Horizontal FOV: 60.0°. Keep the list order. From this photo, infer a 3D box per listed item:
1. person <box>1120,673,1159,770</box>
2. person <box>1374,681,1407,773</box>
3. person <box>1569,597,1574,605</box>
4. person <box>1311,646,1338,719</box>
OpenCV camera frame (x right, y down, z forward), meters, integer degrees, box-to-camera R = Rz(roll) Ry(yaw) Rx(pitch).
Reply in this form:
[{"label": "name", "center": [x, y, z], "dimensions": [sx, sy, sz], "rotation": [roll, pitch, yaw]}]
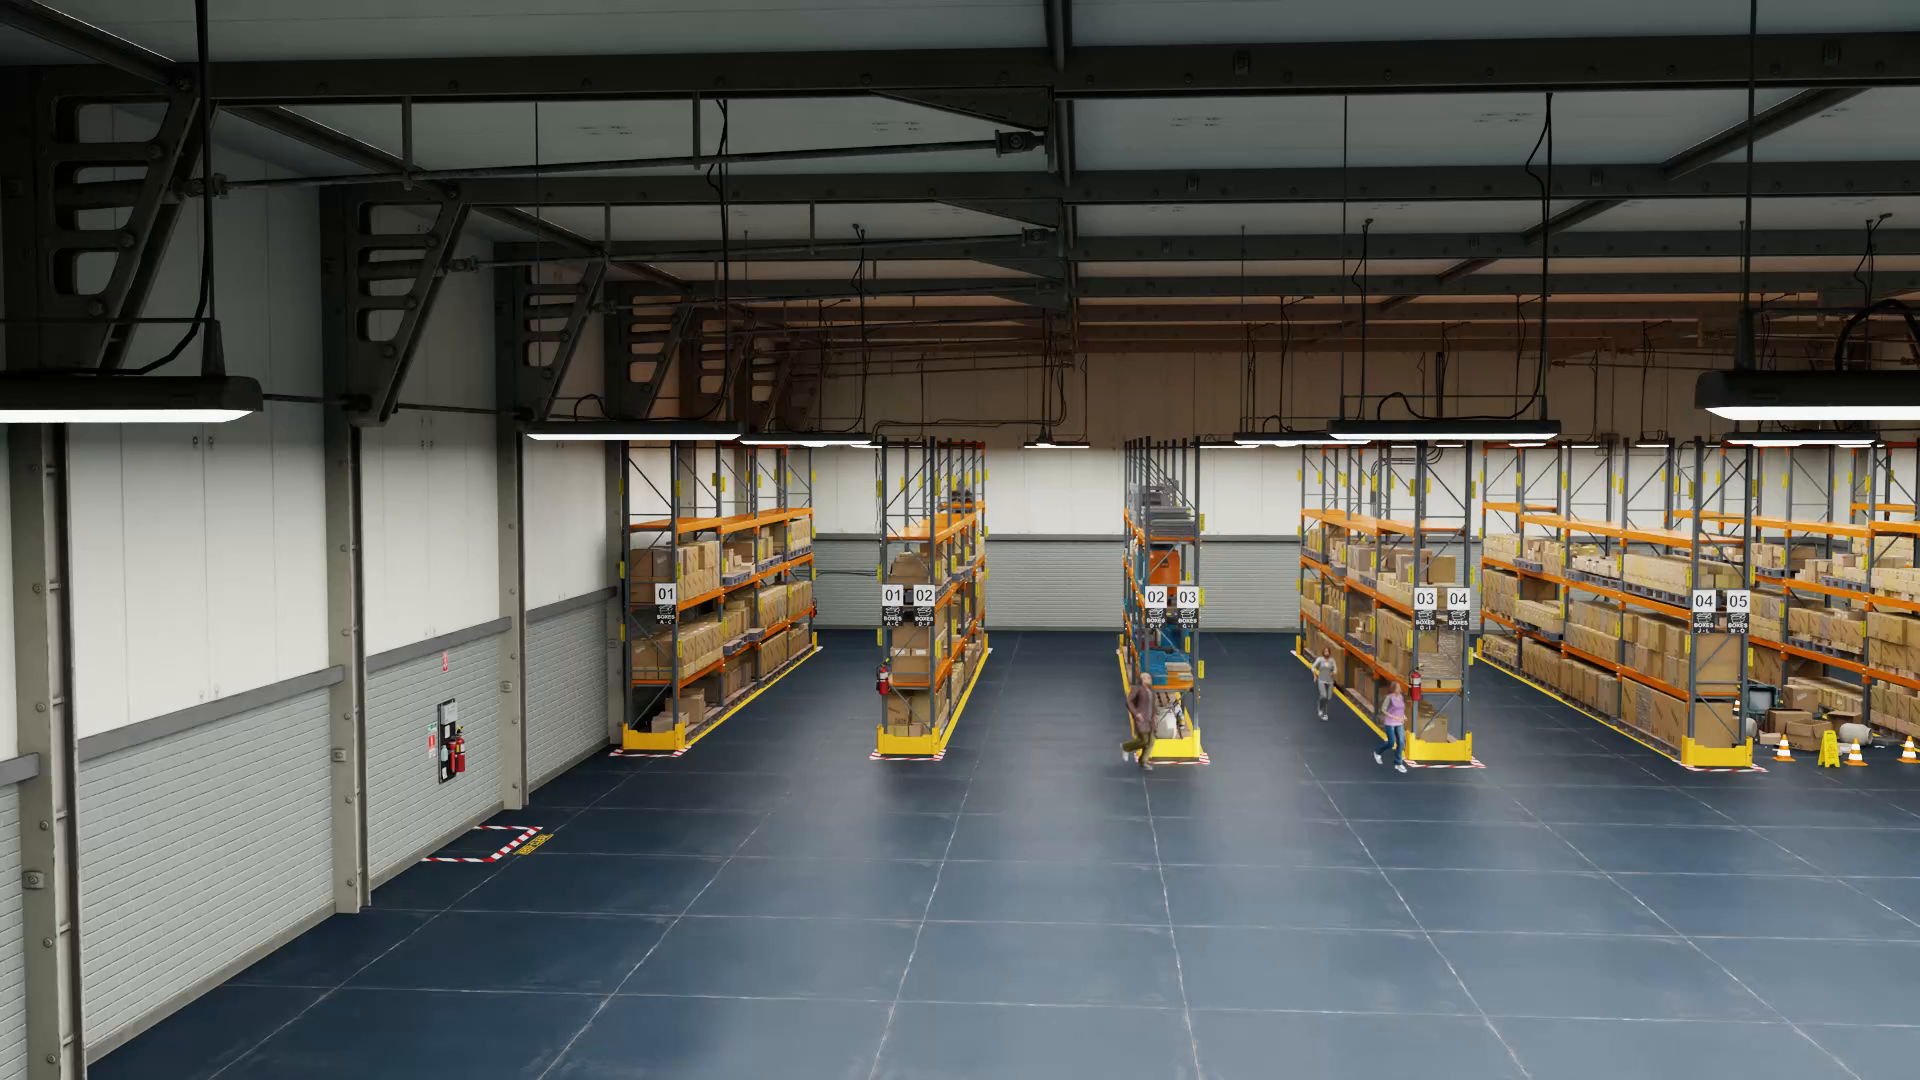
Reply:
[{"label": "person", "center": [3.335, 3.255, 30.092], "dimensions": [0.761, 1.704, 0.757], "rotation": [-3, 4, -45]}, {"label": "person", "center": [7.781, 3.344, 29.911], "dimensions": [0.566, 1.582, 0.745], "rotation": [-2, 3, -28]}, {"label": "person", "center": [16.615, 2.455, 45.225], "dimensions": [0.632, 1.798, 0.783], "rotation": [-1, 3, -9]}, {"label": "person", "center": [7.742, 3.038, 35.224], "dimensions": [0.513, 1.565, 0.621], "rotation": [0, 3, -1]}]
